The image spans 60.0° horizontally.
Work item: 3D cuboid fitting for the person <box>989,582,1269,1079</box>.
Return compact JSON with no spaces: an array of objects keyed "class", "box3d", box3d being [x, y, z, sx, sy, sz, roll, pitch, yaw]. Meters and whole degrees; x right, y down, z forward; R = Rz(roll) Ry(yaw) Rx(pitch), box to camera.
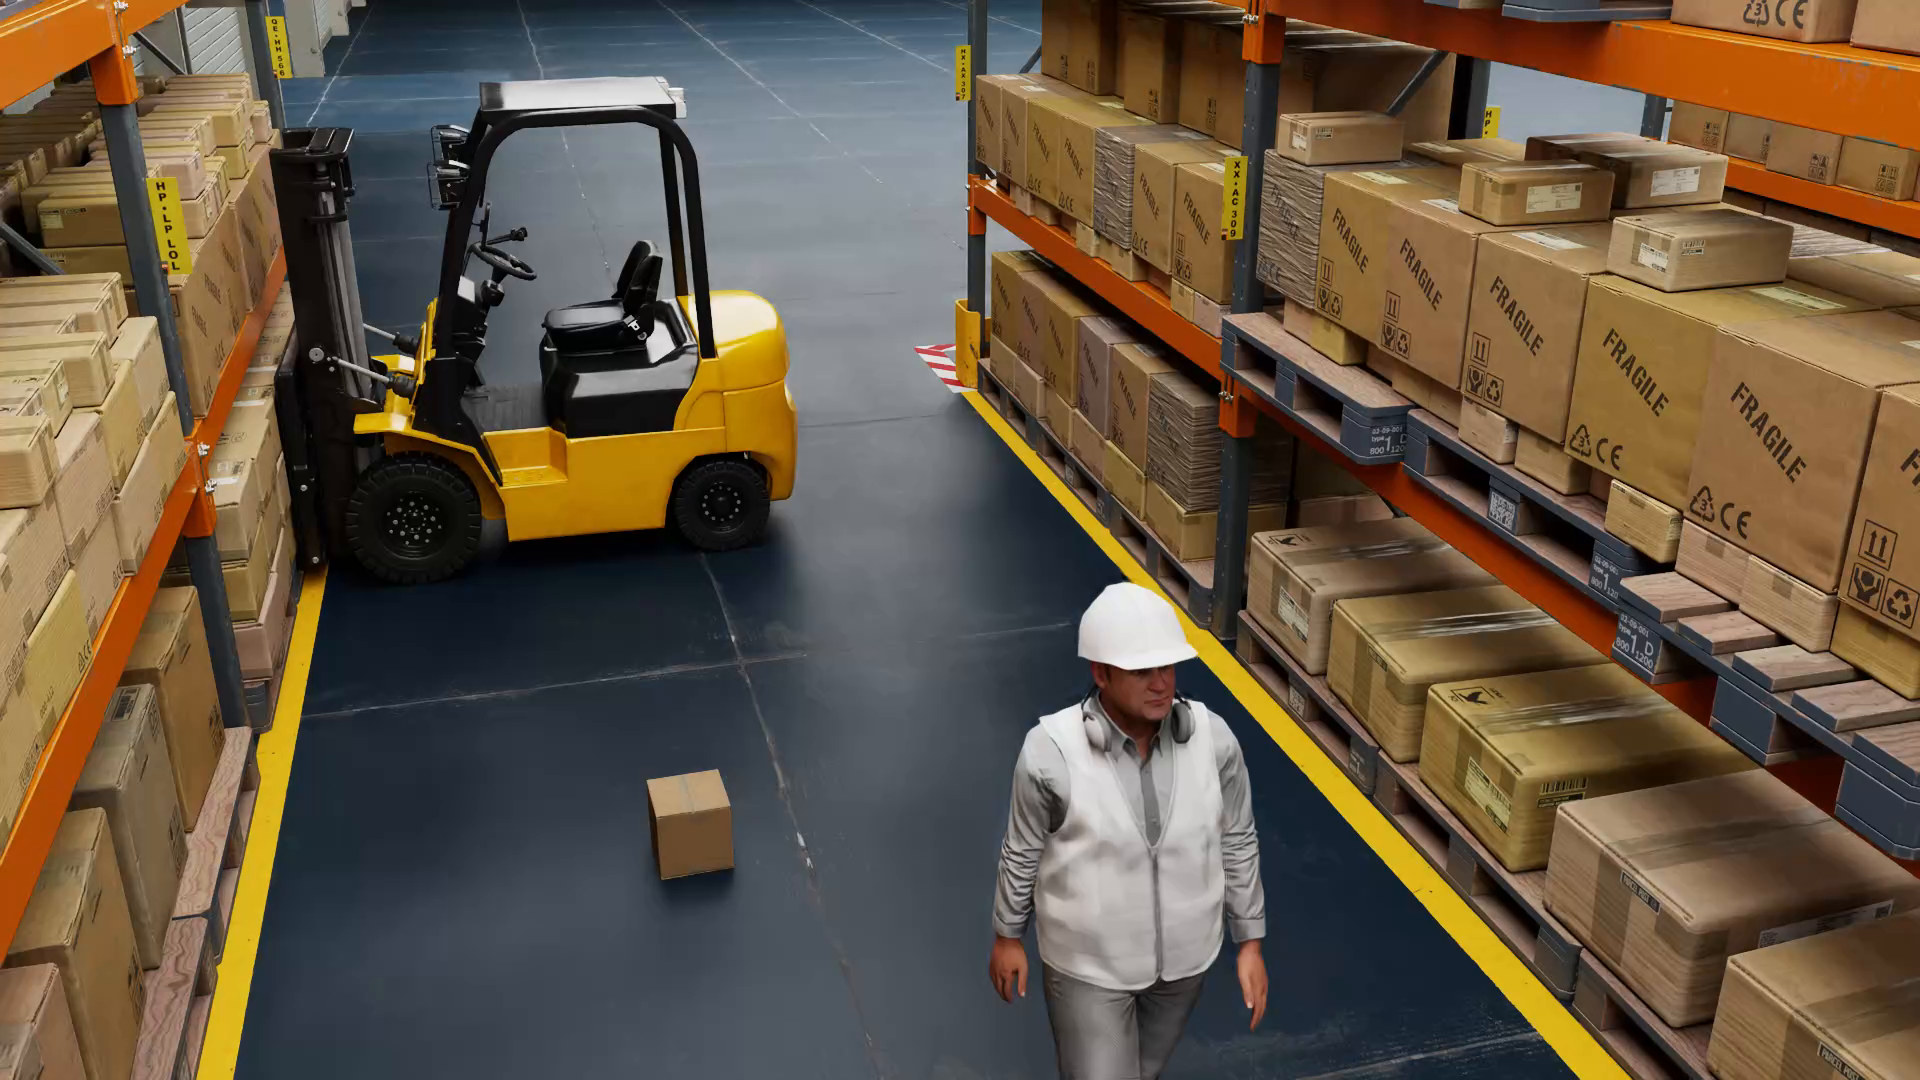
[{"class":"person","box3d":[0.406,0.973,3.772,0.584,1.818,0.715,-7,24,-17]}]
